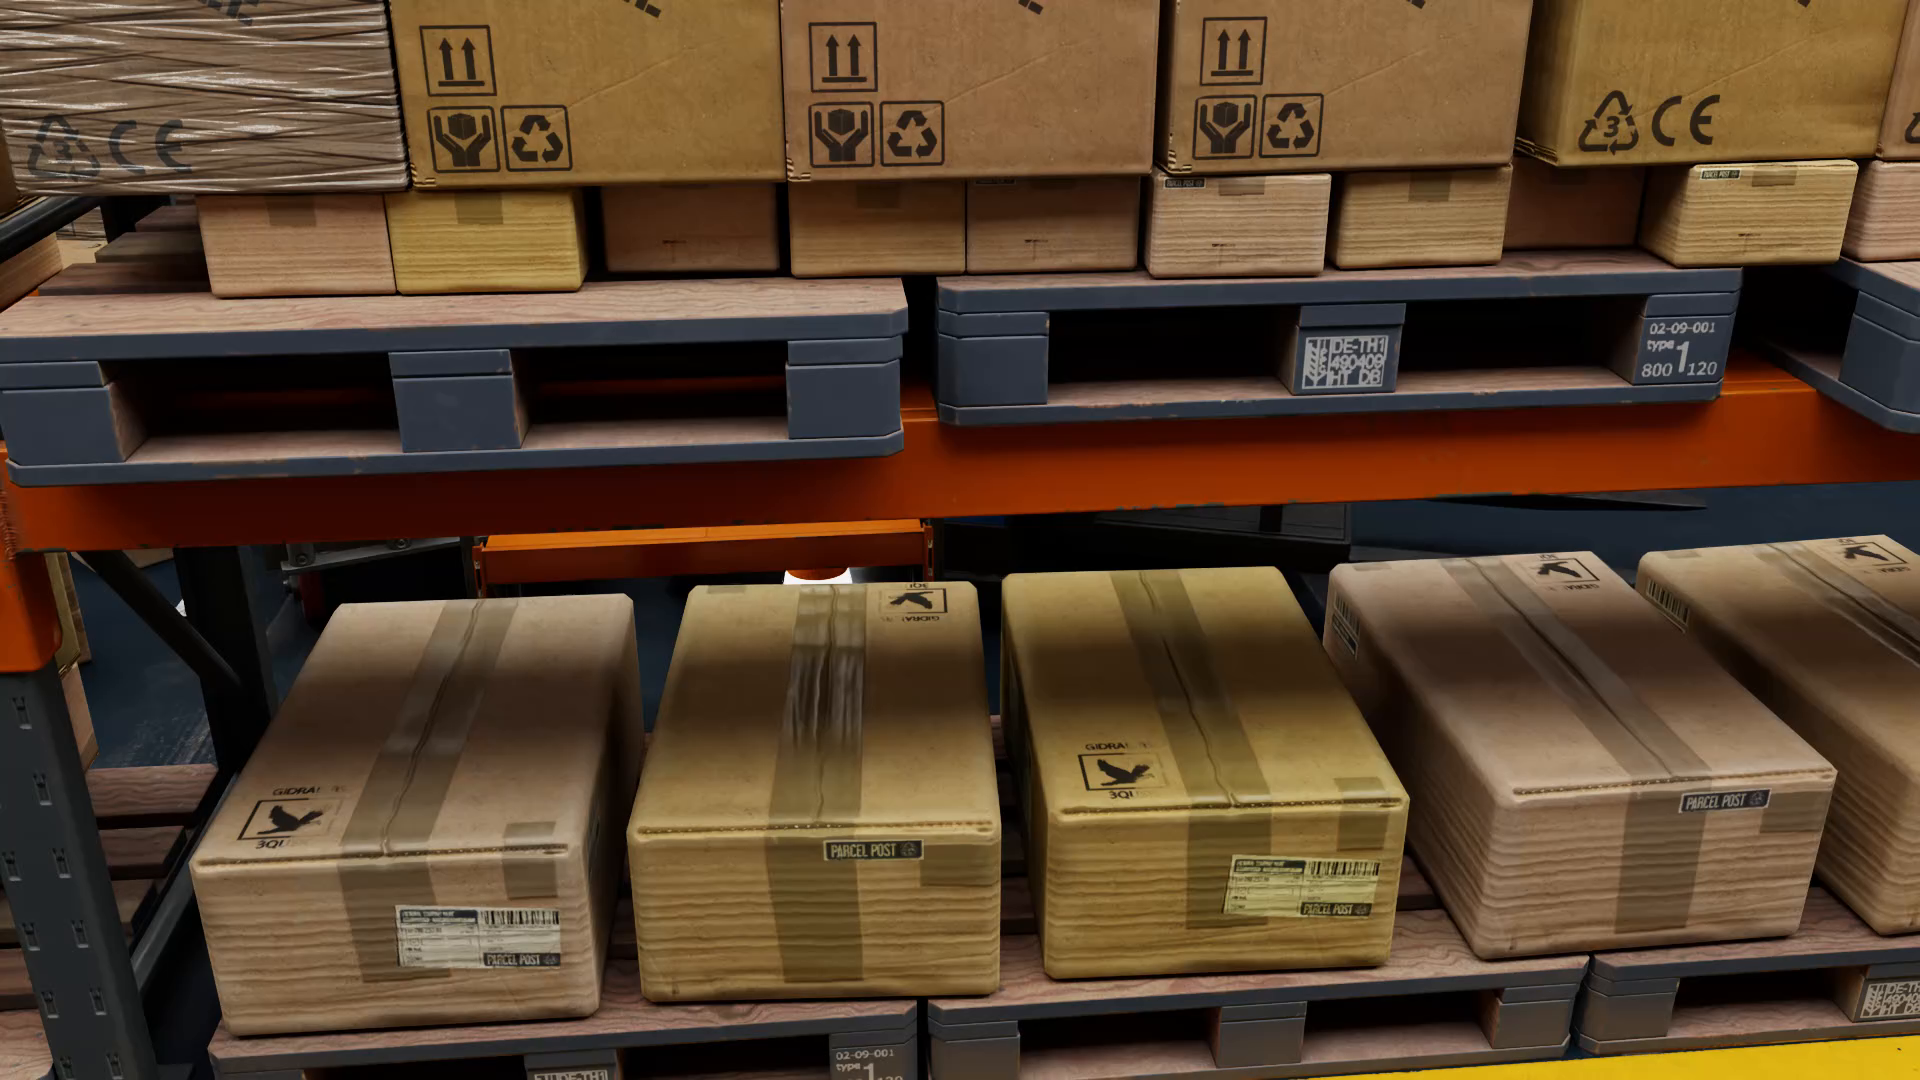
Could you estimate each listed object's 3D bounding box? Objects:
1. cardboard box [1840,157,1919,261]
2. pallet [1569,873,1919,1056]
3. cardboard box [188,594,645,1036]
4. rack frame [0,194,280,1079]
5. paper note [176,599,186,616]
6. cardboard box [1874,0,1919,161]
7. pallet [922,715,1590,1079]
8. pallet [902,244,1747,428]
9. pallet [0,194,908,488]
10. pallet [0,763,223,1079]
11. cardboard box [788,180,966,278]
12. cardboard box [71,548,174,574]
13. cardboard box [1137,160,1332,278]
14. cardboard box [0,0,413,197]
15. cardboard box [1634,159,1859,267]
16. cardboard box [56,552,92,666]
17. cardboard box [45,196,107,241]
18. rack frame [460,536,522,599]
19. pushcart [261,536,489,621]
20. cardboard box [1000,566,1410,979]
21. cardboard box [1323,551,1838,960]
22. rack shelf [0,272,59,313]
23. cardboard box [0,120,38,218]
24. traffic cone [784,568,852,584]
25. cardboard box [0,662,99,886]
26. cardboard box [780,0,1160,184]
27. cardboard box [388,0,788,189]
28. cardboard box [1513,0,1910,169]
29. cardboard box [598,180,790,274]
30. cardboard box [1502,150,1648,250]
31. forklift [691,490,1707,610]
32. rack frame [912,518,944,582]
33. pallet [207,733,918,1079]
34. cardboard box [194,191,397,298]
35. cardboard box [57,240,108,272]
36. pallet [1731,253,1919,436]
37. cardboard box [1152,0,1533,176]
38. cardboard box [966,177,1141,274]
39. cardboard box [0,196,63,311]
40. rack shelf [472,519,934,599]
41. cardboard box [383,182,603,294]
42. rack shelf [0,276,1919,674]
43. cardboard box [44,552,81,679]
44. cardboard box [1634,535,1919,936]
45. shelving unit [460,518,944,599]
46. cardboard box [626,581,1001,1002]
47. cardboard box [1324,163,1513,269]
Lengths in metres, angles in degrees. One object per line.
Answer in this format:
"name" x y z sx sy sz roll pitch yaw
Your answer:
"cardboard box" 1.424 -0.561 2.611 0.250 0.149 0.380 -3 24 -8
"pallet" 1.707 0.638 3.555 1.213 0.211 1.003 -2 24 -5
"cardboard box" -0.974 0.480 3.196 0.625 0.372 0.950 -2 24 -4
"rack frame" -1.496 -0.507 2.698 0.127 3.000 1.000 -2 24 -5
"paper note" -2.191 0.181 4.805 0.142 0.019 0.148 -2 24 -5
"cardboard box" 1.546 -0.885 2.541 0.500 0.500 0.500 -3 24 -6
"pallet" 0.496 0.685 3.448 1.213 0.211 1.003 -2 24 -5
"pallet" 0.519 -0.484 2.881 1.213 0.211 1.003 -2 24 -5
"pallet" -0.721 -0.391 2.673 1.213 0.211 1.003 -2 24 -5
"pallet" -2.161 0.808 3.172 1.213 0.211 1.003 -2 24 -5
"cardboard box" -0.131 -0.521 2.520 0.250 0.149 0.380 -2 24 -4
"cardboard box" -2.518 -0.093 5.132 0.258 0.266 0.396 22 32 40
"cardboard box" 0.385 -0.519 2.518 0.250 0.149 0.380 -1 24 -3
"cardboard box" -1.001 -0.783 2.313 0.500 0.500 0.500 -2 24 -4
"cardboard box" 1.152 -0.544 2.573 0.250 0.149 0.380 -2 24 -4
"cardboard box" -2.696 0.127 4.346 0.500 0.500 0.500 16 28 31
"cardboard box" -3.612 -1.690 7.459 0.875 0.875 0.875 -2 24 -5
"rack frame" -1.090 -0.166 3.777 0.032 1.500 0.500 -3 24 -6
"pushcart" -1.770 -0.228 5.299 0.936 0.377 1.648 -11 26 -23
"cardboard box" 0.433 0.421 3.327 0.625 0.372 0.950 -2 24 -3
"cardboard box" 1.188 0.393 3.390 0.625 0.372 0.950 -3 24 -6
"rack shelf" -3.486 -0.099 2.664 4.000 0.370 1.077 -2 24 -5
"cardboard box" -1.961 -0.784 2.831 0.500 0.500 0.500 -2 24 -5
"traffic cone" -0.400 0.037 4.598 0.334 0.463 0.336 -2 24 -5
"cardboard box" -2.110 0.472 3.363 0.500 0.250 0.500 -3 24 -8
"cardboard box" -0.009 -0.818 2.391 0.500 0.500 0.500 -2 24 -5
"cardboard box" -0.503 -0.804 2.359 0.500 0.500 0.500 -2 24 -5
"cardboard box" 1.044 -0.864 2.495 0.500 0.500 0.500 -4 24 -9
"cardboard box" -0.391 -0.527 2.535 0.250 0.149 0.380 -1 24 -2
"cardboard box" 0.889 -0.585 2.665 0.250 0.149 0.380 -2 24 -5
"forklift" 0.674 -1.257 4.469 3.031 2.935 1.130 5 24 11
"rack frame" -0.079 -0.213 3.882 0.032 1.500 0.500 -3 24 -6
"pallet" -0.721 0.735 3.335 1.213 0.211 1.003 -2 24 -5
"cardboard box" -0.915 -0.479 2.426 0.250 0.149 0.380 -2 24 -4
"cardboard box" -3.527 -0.886 6.625 0.500 0.500 0.500 2 24 4
"pallet" 1.786 -0.508 2.935 1.003 0.211 1.213 -2 24 -5
"cardboard box" 0.501 -0.843 2.446 0.500 0.500 0.500 -3 24 -7
"cardboard box" 0.115 -0.530 2.541 0.250 0.149 0.380 -2 24 -5
"cardboard box" -1.841 -0.509 3.012 0.250 0.149 0.380 -2 24 -5
"rack shelf" -0.585 -0.025 3.902 1.000 0.185 0.538 -3 24 -6
"cardboard box" -0.665 -0.485 2.440 0.250 0.149 0.380 -2 24 -4
"rack shelf" 0.494 -0.258 3.023 4.000 0.370 1.077 -2 24 -5
"cardboard box" -2.110 0.129 3.211 0.500 0.500 0.500 -1 24 -3
"cardboard box" 1.921 0.361 3.464 0.625 0.372 0.950 -4 24 -9
"shelving unit" -0.576 -0.190 3.830 1.083 1.500 0.587 -3 24 -6
"cardboard box" -0.259 0.450 3.263 0.625 0.372 0.950 -1 24 -2
"cardboard box" 0.647 -0.542 2.568 0.250 0.149 0.380 -3 24 -7
